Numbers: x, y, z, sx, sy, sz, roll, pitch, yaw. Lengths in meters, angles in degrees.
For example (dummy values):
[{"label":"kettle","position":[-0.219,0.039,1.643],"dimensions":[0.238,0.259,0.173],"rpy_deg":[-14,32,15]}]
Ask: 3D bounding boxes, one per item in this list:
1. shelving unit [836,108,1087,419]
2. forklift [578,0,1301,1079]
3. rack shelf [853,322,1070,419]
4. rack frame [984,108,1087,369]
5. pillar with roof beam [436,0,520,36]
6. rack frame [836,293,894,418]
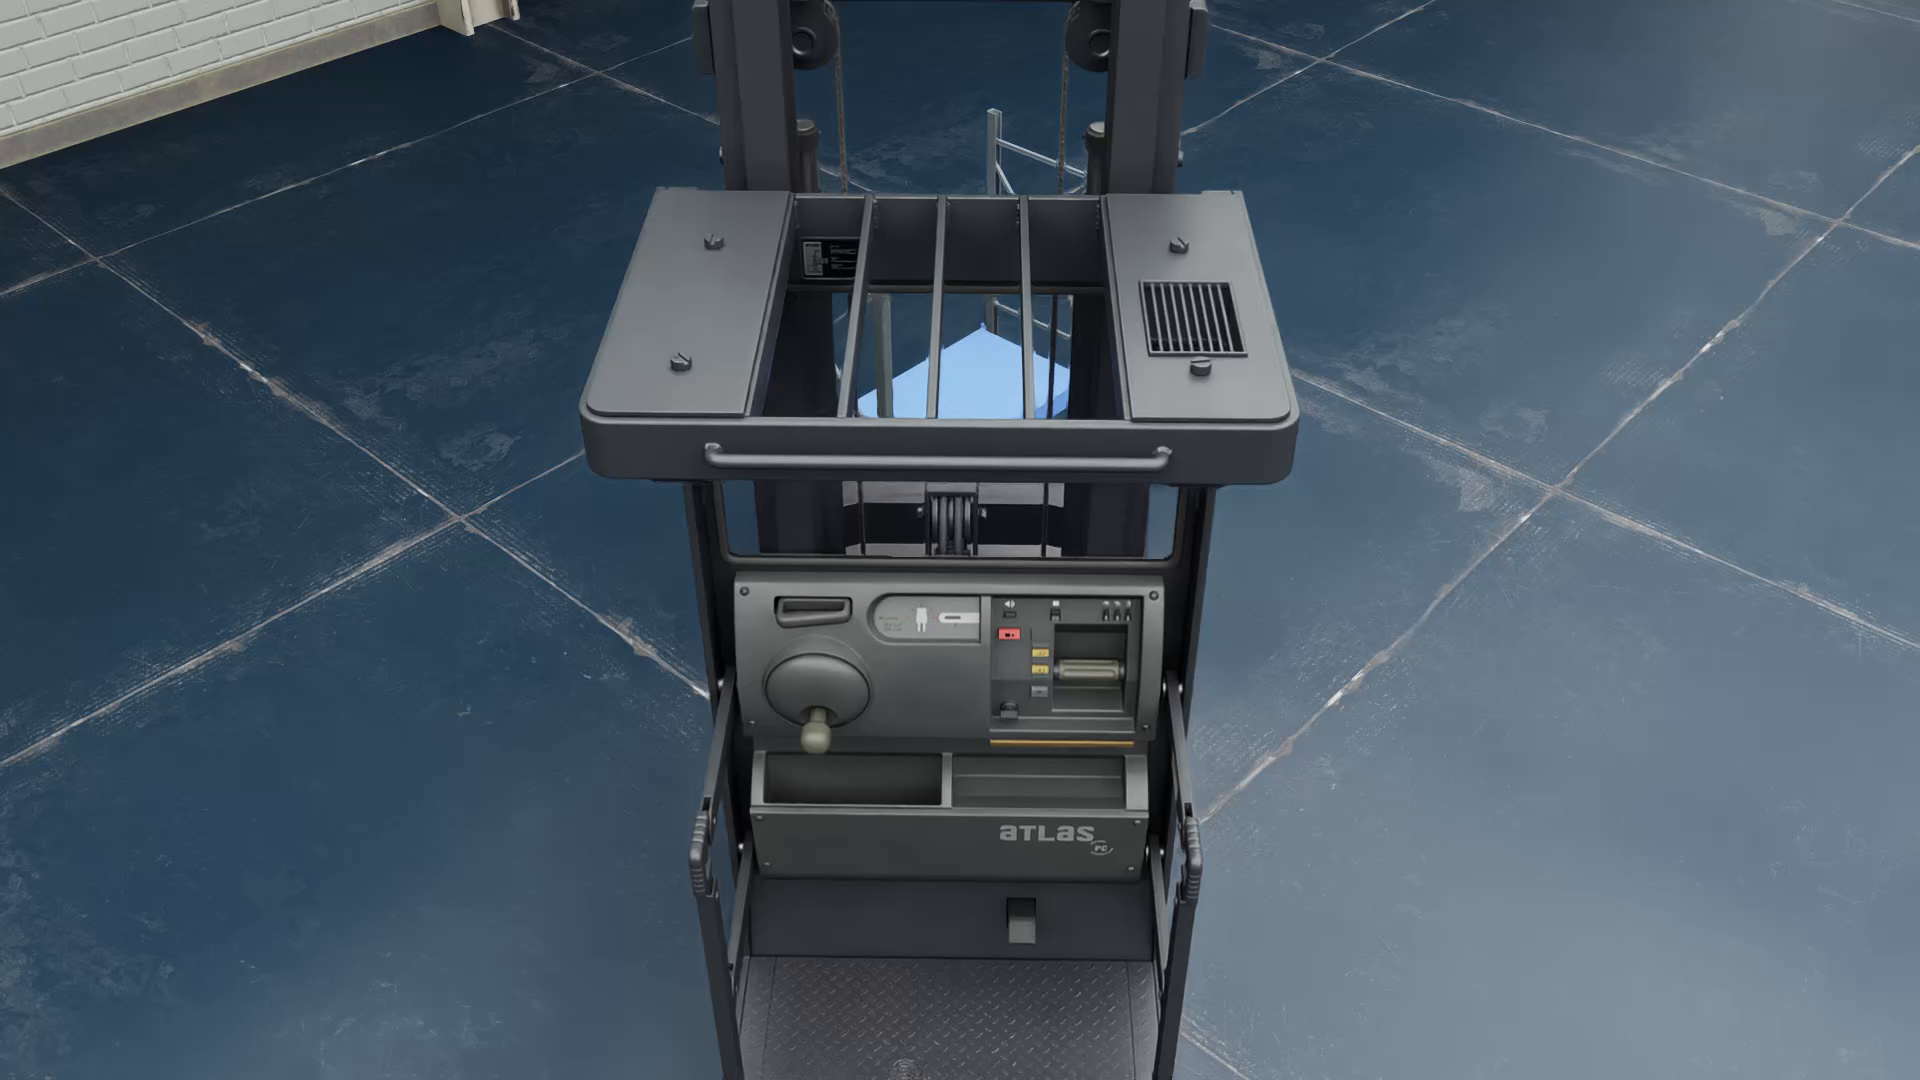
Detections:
[{"label":"shelving unit","position":[-0.058,-0.548,5.734],"dimensions":[0.538,1.500,1.048],"rpy_deg":[30,47,32]},{"label":"forklift","position":[-0.026,0.345,3.462],"dimensions":[1.130,2.935,3.031],"rpy_deg":[1,38,1]},{"label":"rack shelf","position":[-0.058,-0.407,5.846],"dimensions":[0.538,0.185,1.000],"rpy_deg":[30,47,32]},{"label":"rack frame","position":[0.285,-0.781,6.028],"dimensions":[0.500,1.500,0.032],"rpy_deg":[30,47,32]},{"label":"pillar with roof beam","position":[0.204,-4.931,5.221],"dimensions":[9.100,9.000,0.400],"rpy_deg":[30,47,32]},{"label":"rack frame","position":[-0.400,-0.314,5.440],"dimensions":[0.500,1.500,0.032],"rpy_deg":[30,47,32]}]
